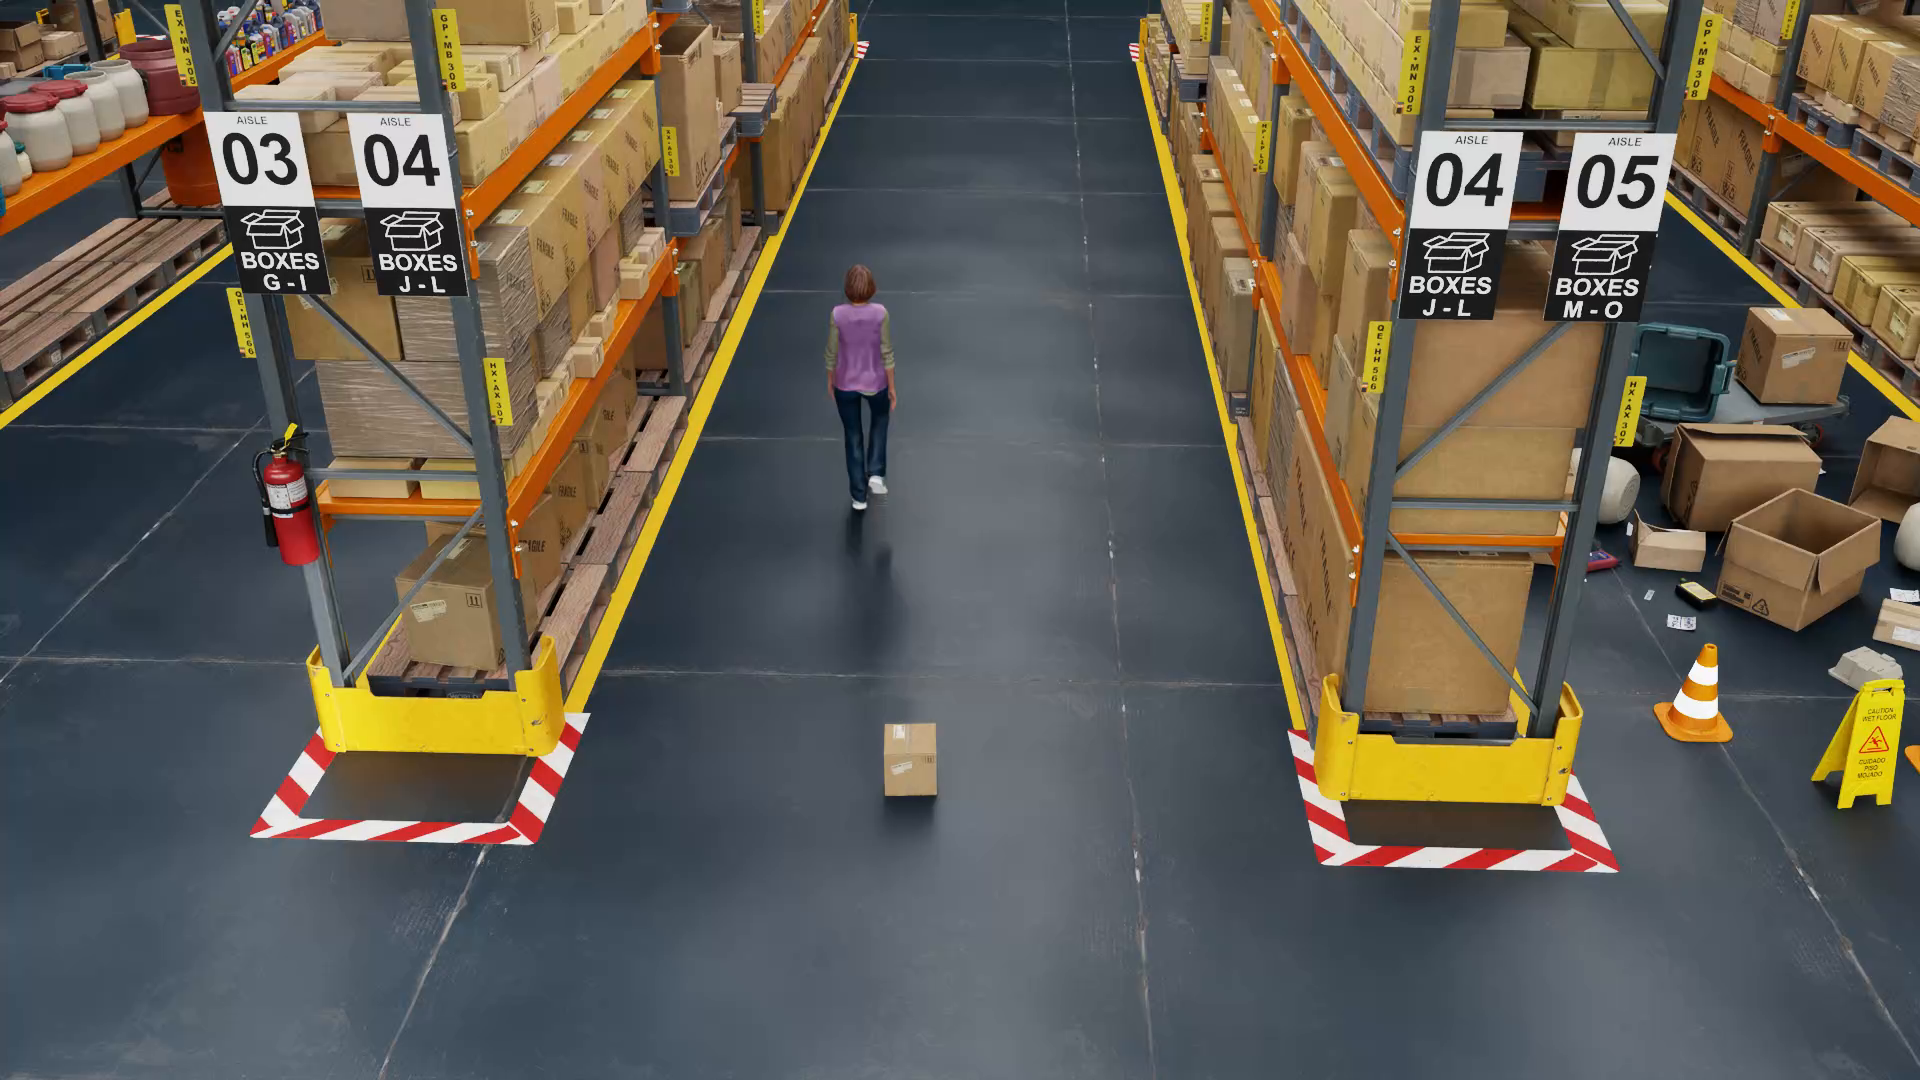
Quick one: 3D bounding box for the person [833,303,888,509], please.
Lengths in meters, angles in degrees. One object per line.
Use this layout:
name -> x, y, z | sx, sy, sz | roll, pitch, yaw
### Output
person -> -0.616, -0.841, 10.413 | 0.350, 1.390, 0.345 | -3, 28, -5
